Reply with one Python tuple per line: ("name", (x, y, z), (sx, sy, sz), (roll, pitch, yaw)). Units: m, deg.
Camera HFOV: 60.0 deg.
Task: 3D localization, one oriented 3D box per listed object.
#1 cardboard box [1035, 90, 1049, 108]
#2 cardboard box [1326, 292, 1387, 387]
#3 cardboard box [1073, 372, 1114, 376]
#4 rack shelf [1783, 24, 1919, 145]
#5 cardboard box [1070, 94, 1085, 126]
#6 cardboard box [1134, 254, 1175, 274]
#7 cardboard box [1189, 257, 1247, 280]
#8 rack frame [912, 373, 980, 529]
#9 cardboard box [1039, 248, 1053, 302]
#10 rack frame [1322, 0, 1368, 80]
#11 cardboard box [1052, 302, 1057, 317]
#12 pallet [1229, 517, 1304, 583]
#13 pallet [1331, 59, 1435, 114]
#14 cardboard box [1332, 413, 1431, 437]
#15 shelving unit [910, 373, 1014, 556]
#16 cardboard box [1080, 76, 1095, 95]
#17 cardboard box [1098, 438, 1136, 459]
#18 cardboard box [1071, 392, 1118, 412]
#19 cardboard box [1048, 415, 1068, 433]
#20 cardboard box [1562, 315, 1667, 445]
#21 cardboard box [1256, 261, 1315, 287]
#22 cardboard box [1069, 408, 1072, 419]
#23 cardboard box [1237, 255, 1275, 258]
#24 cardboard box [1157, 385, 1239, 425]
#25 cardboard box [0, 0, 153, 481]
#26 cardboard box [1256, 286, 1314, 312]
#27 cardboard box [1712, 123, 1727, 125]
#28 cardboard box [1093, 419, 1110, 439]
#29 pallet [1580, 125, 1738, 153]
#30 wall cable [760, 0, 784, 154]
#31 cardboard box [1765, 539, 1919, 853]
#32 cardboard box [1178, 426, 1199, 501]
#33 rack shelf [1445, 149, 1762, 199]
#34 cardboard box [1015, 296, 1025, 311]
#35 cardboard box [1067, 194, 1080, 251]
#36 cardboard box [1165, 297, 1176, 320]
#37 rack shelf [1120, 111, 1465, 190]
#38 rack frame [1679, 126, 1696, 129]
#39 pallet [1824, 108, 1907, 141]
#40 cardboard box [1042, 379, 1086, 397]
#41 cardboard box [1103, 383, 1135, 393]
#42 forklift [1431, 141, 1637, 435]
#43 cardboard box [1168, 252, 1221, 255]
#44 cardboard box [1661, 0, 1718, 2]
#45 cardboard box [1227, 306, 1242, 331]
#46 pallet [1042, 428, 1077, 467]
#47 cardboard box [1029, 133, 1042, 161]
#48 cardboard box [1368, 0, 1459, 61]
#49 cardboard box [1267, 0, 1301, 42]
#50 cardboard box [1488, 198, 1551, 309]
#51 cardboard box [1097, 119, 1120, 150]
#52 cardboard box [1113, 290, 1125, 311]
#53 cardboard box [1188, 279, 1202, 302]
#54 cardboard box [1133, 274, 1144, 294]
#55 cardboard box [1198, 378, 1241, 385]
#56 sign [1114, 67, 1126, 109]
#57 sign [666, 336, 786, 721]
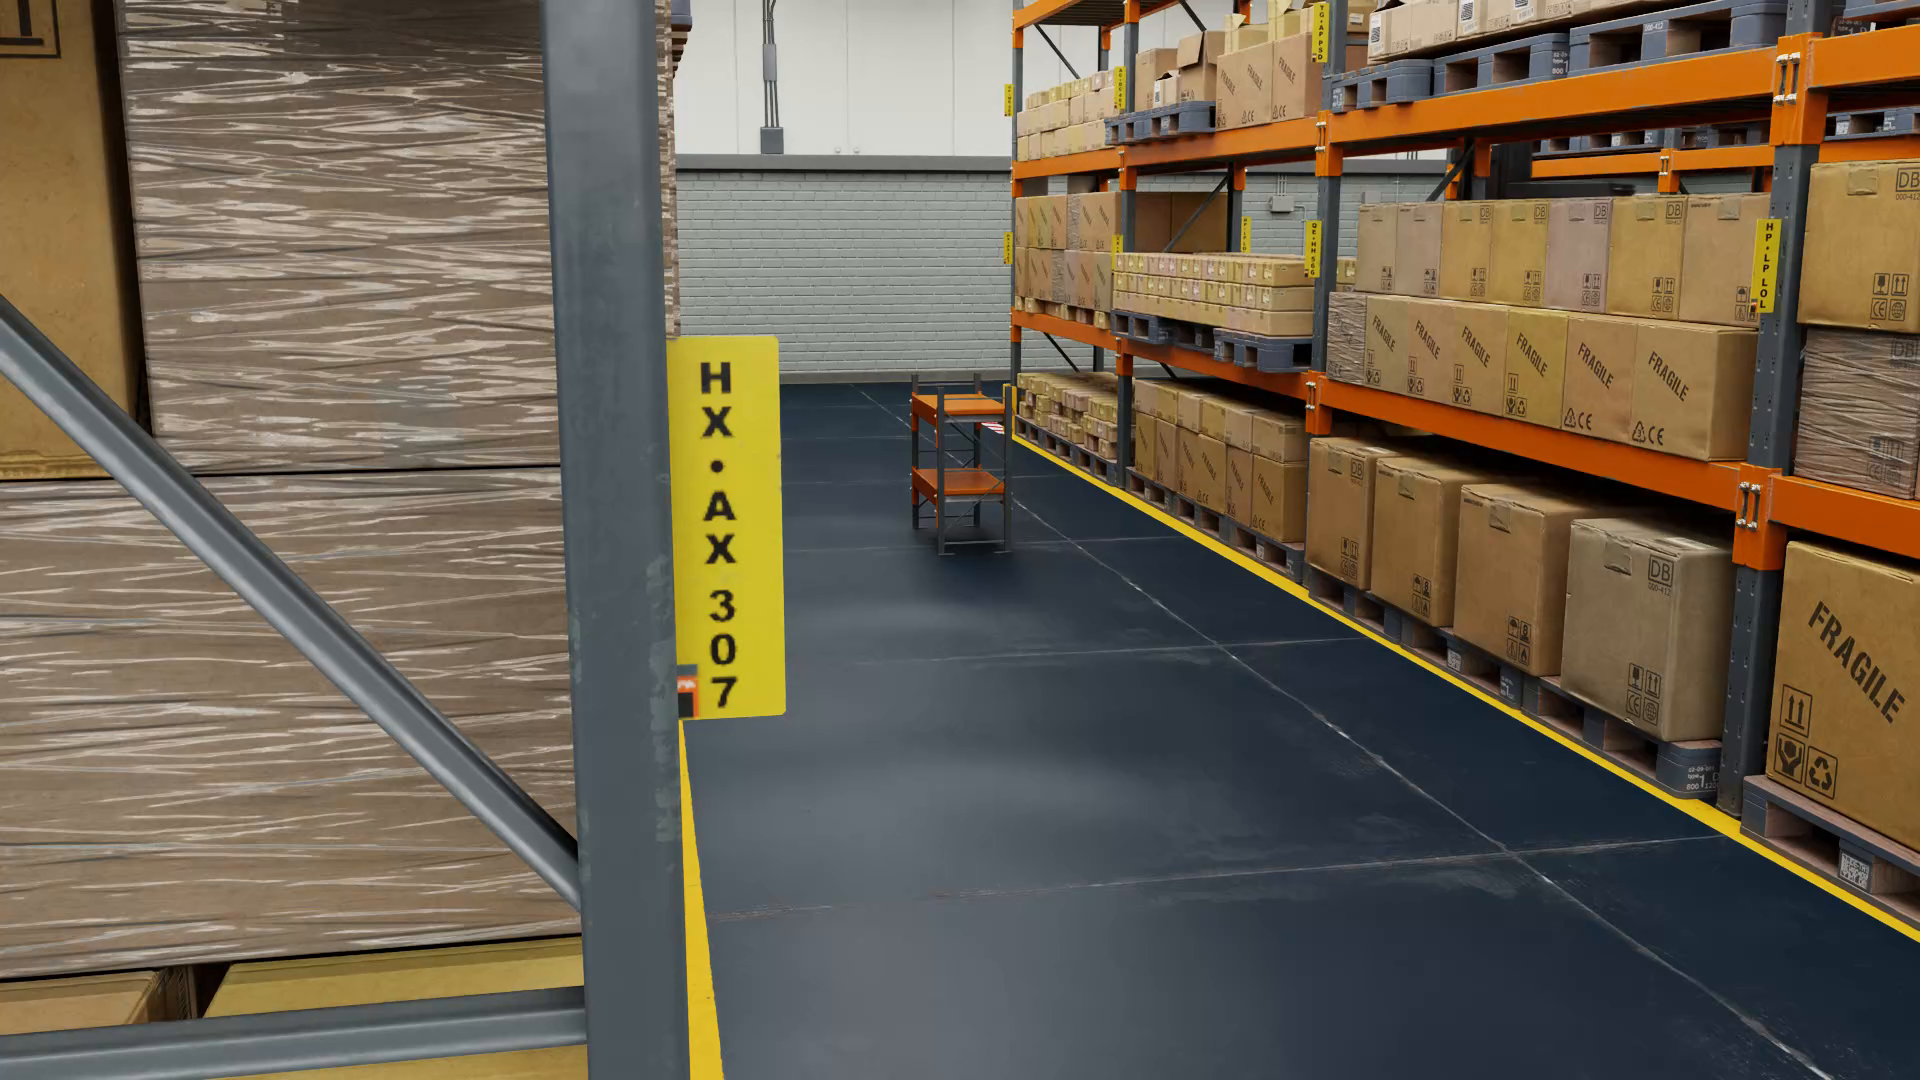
("cardboard box", (0.940, -4.288, 16.179), (0.380, 0.149, 0.250), (-2, 11, -10))
("cardboard box", (2.419, -1.149, 9.442), (0.500, 0.500, 0.500), (-2, 11, -10))
("cardboard box", (1.392, -1.669, 17.354), (0.380, 0.149, 0.250), (-2, 11, -10))
("rack shelf", (3.764, -1.211, 3.940), (1.077, 0.370, 4.000), (-2, 11, -11))
("cardboard box", (1.284, -3.837, 14.878), (0.500, 0.250, 0.500), (-2, 11, -9))
("cardboard box", (1.552, -2.113, 12.736), (0.380, 0.149, 0.250), (-2, 11, -11))
("cardboard box", (1.803, -1.877, 11.495), (0.380, 0.149, 0.250), (-2, 11, -8))
("rack frame", (-0.100, -0.647, 12.088), (0.500, 1.125, 0.032), (-2, 11, -11))
("cardboard box", (1.069, -2.574, 16.136), (0.500, 0.500, 0.500), (-2, 11, -10))
("rack frame", (2.597, -4.139, 9.374), (1.000, 3.000, 0.127), (-2, 11, -11))
("cardboard box", (1.106, -2.228, 16.053), (0.380, 0.149, 0.250), (-2, 11, -12))
("pallet", (2.446, 0.035, 10.949), (1.003, 0.211, 1.213), (-2, 11, -11))
("pallet", (2.774, -2.456, 9.062), (1.213, 0.211, 1.003), (-2, 11, -8))
("cardboard box", (2.700, -0.674, 10.770), (0.500, 0.250, 0.500), (-3, 11, -14))
("shelving unit", (-0.001, -0.554, 11.598), (0.538, 1.125, 1.048), (-2, 11, -11))
("cardboard box", (1.279, -4.005, 14.691), (0.380, 0.149, 0.250), (-3, 11, -13))
("cardboard box", (1.408, -0.791, 14.330), (0.380, 0.149, 0.250), (-2, 11, -10))
("cardboard box", (1.233, -1.267, 15.240), (0.380, 0.149, 0.250), (-3, 11, -14))
("cardboard box", (1.063, -1.124, 16.079), (0.380, 0.149, 0.250), (-3, 11, -14))
("cardboard box", (2.913, -0.686, 7.010), (0.500, 0.500, 0.500), (-2, 11, -12))
("cardboard box", (2.052, -1.640, 10.249), (0.380, 0.149, 0.250), (-3, 11, -13))
("cardboard box", (1.248, -1.217, 15.775), (0.380, 0.149, 0.250), (-2, 11, -8))
("cardboard box", (2.286, -2.044, 12.370), (0.380, 0.149, 0.250), (-2, 11, -13))
("cardboard box", (1.809, -1.029, 12.639), (0.500, 0.250, 0.500), (-2, 11, -9))
("cardboard box", (-1.081, -0.341, 1.728), (0.500, 0.500, 0.500), (-2, 11, -11))
("cardboard box", (2.054, -1.495, 10.281), (0.380, 0.149, 0.250), (-2, 11, -10))
("cardboard box", (6.409, -3.633, 13.977), (0.396, 0.266, 0.258), (-2, 11, -12))
("cardboard box", (1.381, -0.973, 14.490), (0.380, 0.149, 0.250), (-3, 11, -14))
("pallet", (6.506, -3.704, 15.351), (1.003, 0.211, 1.213), (-2, 11, -11))
("wall cable", (-1.563, -8.187, 22.039), (2.277, 5.999, 0.120), (-2, 11, -11))
("cardboard box", (3.429, 0.497, 5.621), (0.875, 0.875, 0.875), (-2, 11, -10))
("cardboard box", (1.922, -0.566, 12.210), (0.500, 0.500, 0.500), (-2, 11, -10))
("rack shelf", (6.266, -3.611, 16.547), (1.077, 0.370, 4.000), (-2, 11, -11))
("cardboard box", (0.782, -2.464, 17.293), (0.380, 0.149, 0.250), (-2, 11, -11))
("cardboard box", (1.271, -2.877, 15.053), (0.500, 0.500, 0.500), (-2, 11, -10))
("cardboard box", (1.704, -1.680, 12.049), (0.380, 0.149, 0.250), (-2, 11, -12))
("rack shelf", (2.208, -2.679, 11.649), (1.077, 0.370, 4.000), (-2, 11, -11))
("rack frame", (6.655, -5.071, 14.272), (1.000, 3.000, 0.127), (-2, 11, -11))
("pallet", (7.035, -3.092, 12.403), (1.003, 0.211, 1.213), (-2, 11, -8))
("cardboard box", (1.034, -1.509, 16.513), (0.380, 0.149, 0.250), (-3, 11, -14))
("cardboard box", (1.598, -1.429, 16.091), (0.380, 0.149, 0.250), (-3, 11, -13))
("forklift", (4.758, -1.799, 13.309), (3.031, 2.935, 1.130), (7, 13, 31))
("cardboard box", (1.970, -2.221, 14.278), (0.500, 0.500, 0.500), (-2, 11, -12))
("cardboard box", (3.081, -2.237, 6.416), (0.500, 0.250, 0.500), (-2, 11, -10))
("cardboard box", (1.953, -1.441, 10.794), (0.380, 0.149, 0.250), (-2, 11, -10))
("pallet", (1.413, -0.902, 15.869), (1.003, 0.211, 1.213), (-2, 11, -11))
("cardboard box", (0.976, -3.870, 16.388), (0.500, 0.250, 0.500), (-2, 11, -9))
("cardboard box", (2.522, -2.736, 8.875), (0.500, 0.311, 0.500), (-2, 11, -11))
("cardboard box", (2.149, -3.249, 10.405), (0.396, 0.266, 0.258), (-2, 11, -11))
("cardboard box", (2.976, -1.369, 7.924), (0.700, 0.500, 0.500), (-2, 11, -12))
("cardboard box", (1.459, -3.405, 13.945), (0.500, 0.250, 0.500), (-2, 11, -10))
("cardboard box", (1.444, -1.919, 13.306), (0.380, 0.149, 0.250), (-3, 11, -14))
("cardboard box", (1.801, -1.731, 11.523), (0.380, 0.149, 0.250), (-2, 11, -10))
("cardboard box", (1.547, -1.971, 12.781), (0.380, 0.149, 0.250), (-2, 11, -10))
("cardboard box", (2.212, -1.145, 13.245), (0.500, 0.250, 0.500), (-2, 11, -13))
("sign", (1.288, -3.632, 13.350), (0.100, 0.325, 0.005), (-2, 11, -11))
("sign", (-0.200, -0.008, 1.399), (0.100, 0.325, 0.005), (-2, 11, -11))
